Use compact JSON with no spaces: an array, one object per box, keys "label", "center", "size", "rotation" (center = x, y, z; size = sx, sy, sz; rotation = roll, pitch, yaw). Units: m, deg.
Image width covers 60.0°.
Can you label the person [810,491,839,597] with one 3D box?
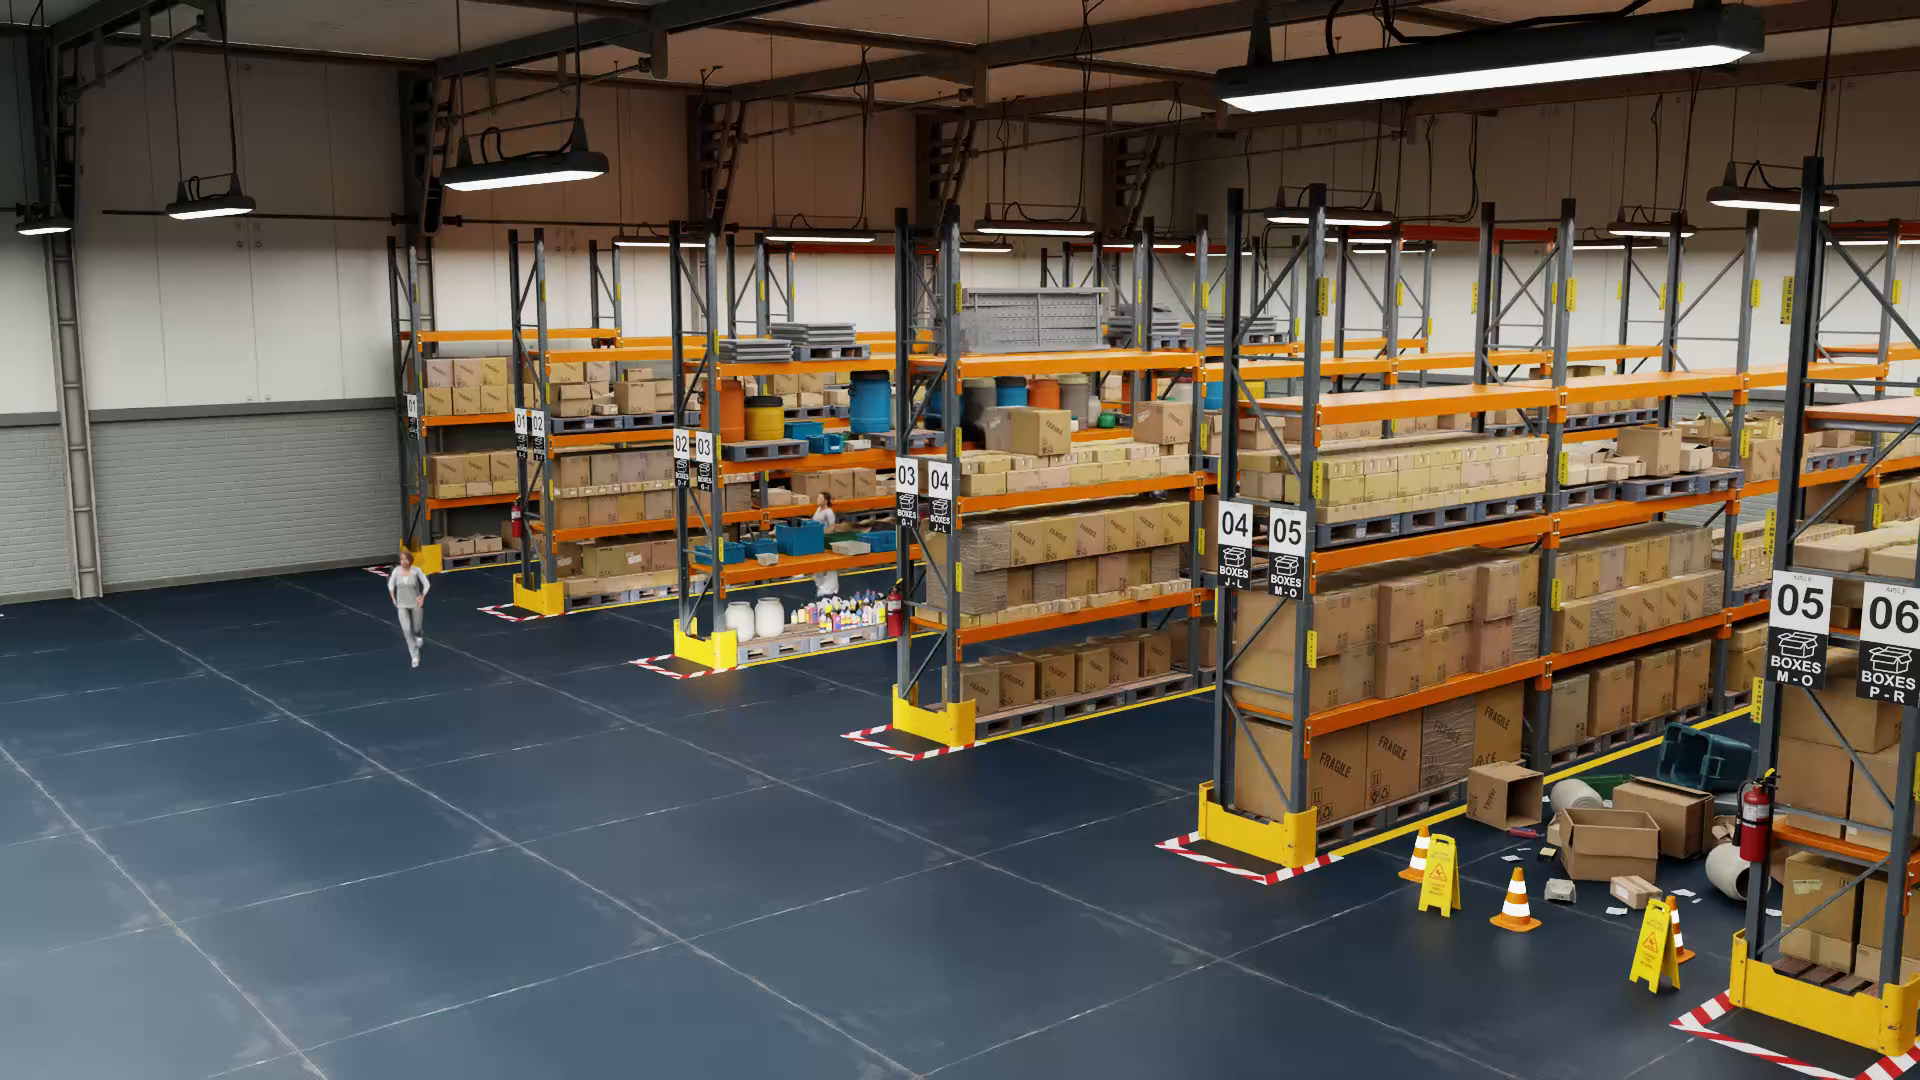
[{"label":"person","center":[-2.173,0.073,26.060],"size":[0.633,1.695,0.539],"rotation":[-8,12,-43]}]

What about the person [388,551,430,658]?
[{"label":"person","center":[-7.558,0.866,22.846],"size":[0.559,1.489,0.570],"rotation":[-1,9,-9]}]

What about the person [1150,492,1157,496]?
[{"label":"person","center":[3.480,-0.348,30.873],"size":[0.550,1.606,0.616],"rotation":[-8,12,-41]}]
